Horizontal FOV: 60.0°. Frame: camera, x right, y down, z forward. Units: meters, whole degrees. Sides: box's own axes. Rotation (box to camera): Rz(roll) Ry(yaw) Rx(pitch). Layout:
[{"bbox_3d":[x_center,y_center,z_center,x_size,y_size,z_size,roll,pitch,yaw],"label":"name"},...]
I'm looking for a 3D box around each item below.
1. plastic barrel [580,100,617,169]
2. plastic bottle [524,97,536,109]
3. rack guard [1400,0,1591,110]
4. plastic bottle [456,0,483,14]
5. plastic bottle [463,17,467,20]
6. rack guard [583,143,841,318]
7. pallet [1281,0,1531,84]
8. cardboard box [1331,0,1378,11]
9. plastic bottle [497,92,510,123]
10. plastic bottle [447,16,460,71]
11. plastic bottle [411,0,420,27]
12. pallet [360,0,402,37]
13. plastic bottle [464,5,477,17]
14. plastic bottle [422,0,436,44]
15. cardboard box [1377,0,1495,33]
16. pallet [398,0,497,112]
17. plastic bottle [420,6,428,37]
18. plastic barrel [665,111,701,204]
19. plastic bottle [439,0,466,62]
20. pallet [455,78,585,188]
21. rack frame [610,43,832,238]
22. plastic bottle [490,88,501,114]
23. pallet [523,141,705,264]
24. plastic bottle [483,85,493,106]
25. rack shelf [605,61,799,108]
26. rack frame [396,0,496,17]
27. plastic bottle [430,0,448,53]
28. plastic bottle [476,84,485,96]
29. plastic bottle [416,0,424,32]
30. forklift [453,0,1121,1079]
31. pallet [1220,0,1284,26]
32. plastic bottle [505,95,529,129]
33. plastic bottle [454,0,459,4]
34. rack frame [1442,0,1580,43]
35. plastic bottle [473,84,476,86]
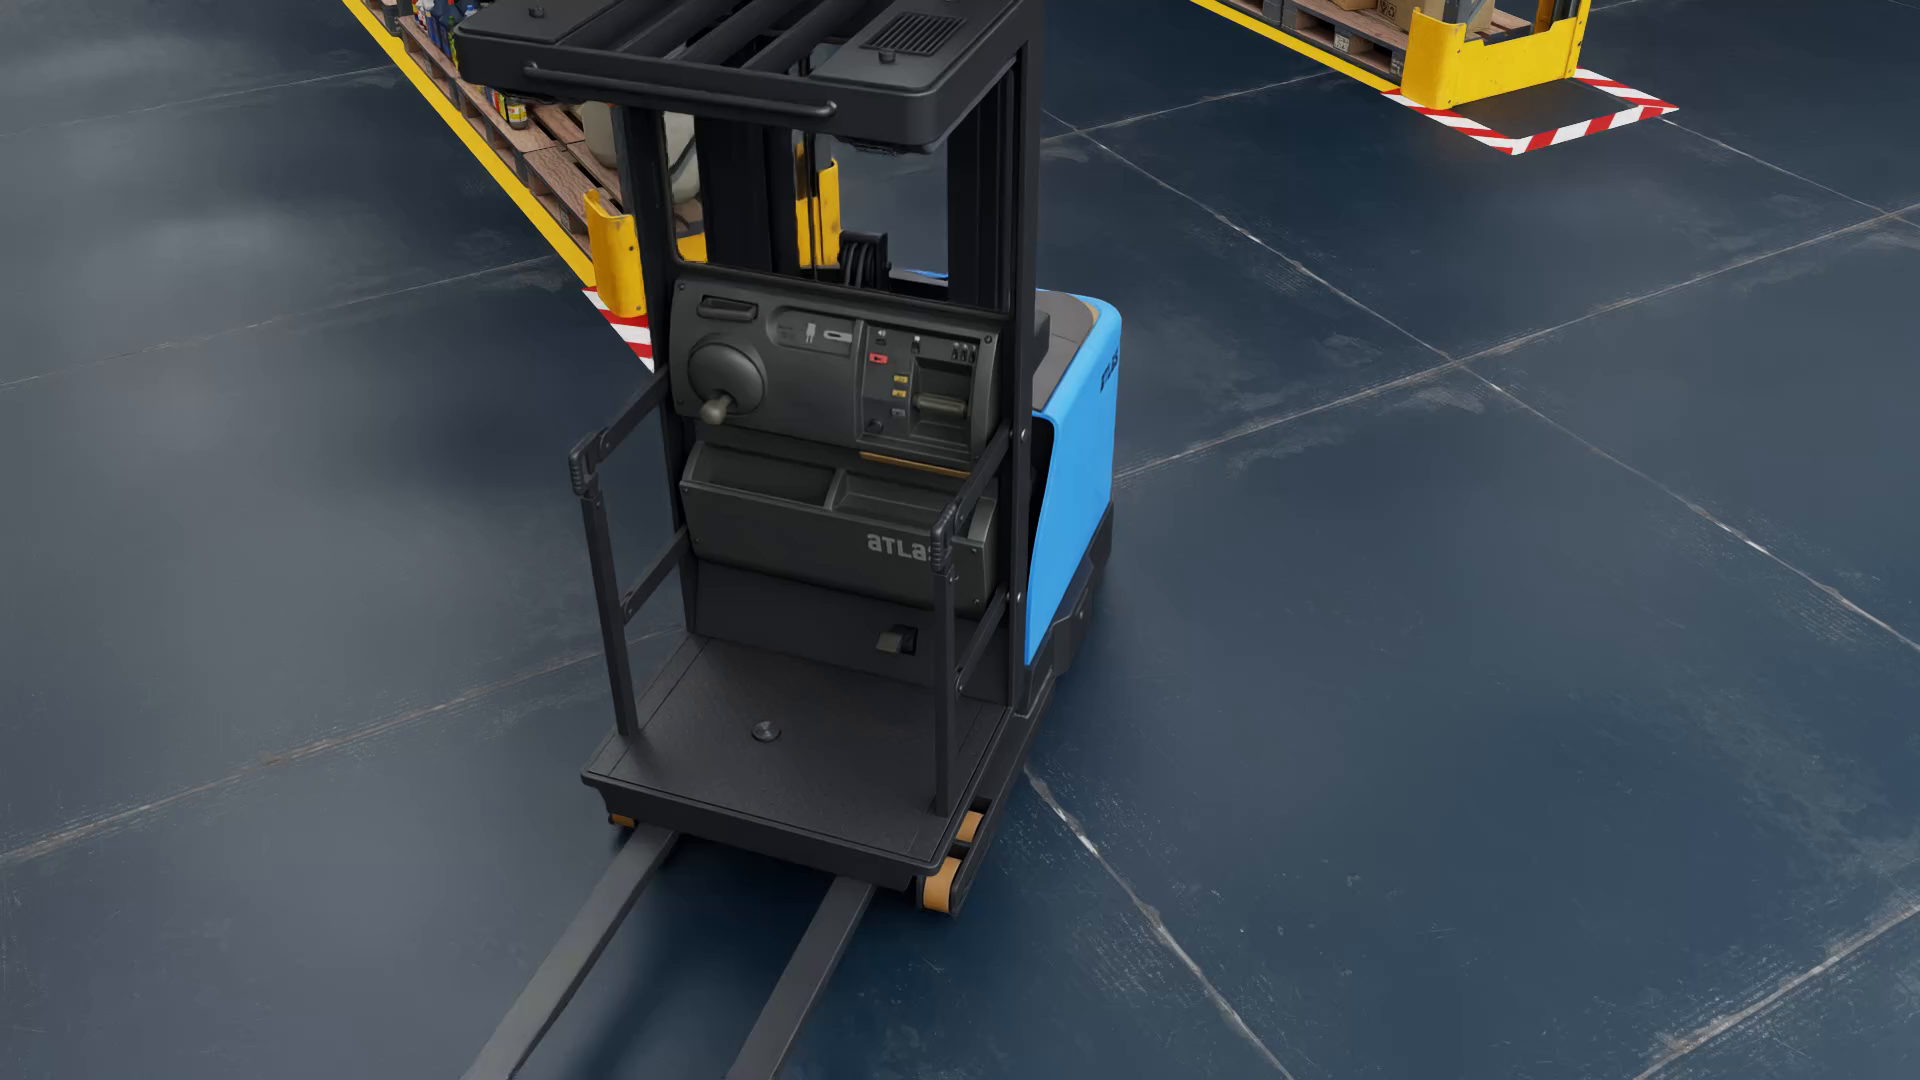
[{"bbox_3d":[-1.712,-2.187,8.454,0.421,0.512,0.421,0,36,0],"label":"plastic barrel"},{"bbox_3d":[-2.376,-2.509,9.072,0.061,0.283,0.133,-19,40,-24],"label":"plastic bottle"},{"bbox_3d":[3.181,-2.950,9.866,1.175,0.500,0.348,-19,40,-24],"label":"rack guard"},{"bbox_3d":[-2.902,-3.109,9.837,0.144,0.351,0.185,-19,40,-24],"label":"plastic bottle"},{"bbox_3d":[-2.825,-2.874,9.582,0.097,0.271,0.097,0,36,0],"label":"plastic bottle"},{"bbox_3d":[-1.142,-1.469,7.837,1.175,0.500,0.348,-19,40,-24],"label":"rack guard"},{"bbox_3d":[2.803,-3.258,10.532,1.003,0.211,1.213,-19,40,-24],"label":"pallet"},{"bbox_3d":[2.590,-3.699,10.535,0.500,0.500,0.500,-9,37,-12],"label":"cardboard box"},{"bbox_3d":[-2.440,-2.395,8.916,0.061,0.283,0.133,-18,40,-23],"label":"plastic bottle"},{"bbox_3d":[-2.885,-2.847,9.534,0.061,0.283,0.133,-17,39,-22],"label":"plastic bottle"},{"bbox_3d":[-3.292,-3.277,10.133,0.097,0.271,0.097,0,36,0],"label":"plastic bottle"},{"bbox_3d":[-3.501,-3.756,11.214,1.003,0.211,1.213,-19,40,-24],"label":"pallet"},{"bbox_3d":[-2.849,-2.996,9.750,0.097,0.271,0.097,0,36,0],"label":"plastic bottle"},{"bbox_3d":[-3.106,-3.122,9.917,0.152,0.276,0.135,-17,40,-22],"label":"plastic bottle"},{"bbox_3d":[2.920,-3.405,10.132,0.500,0.500,0.500,-12,38,-16],"label":"cardboard box"},{"bbox_3d":[-2.772,-3.012,10.195,1.003,0.211,1.213,-19,40,-24],"label":"pallet"},{"bbox_3d":[-3.190,-3.145,10.012,0.097,0.201,0.097,0,36,0],"label":"plastic bottle"},{"bbox_3d":[-1.460,-1.931,8.104,0.421,0.512,0.421,0,36,0],"label":"plastic barrel"},{"bbox_3d":[-2.932,-2.970,9.647,0.144,0.351,0.185,-21,41,-26],"label":"plastic bottle"},{"bbox_3d":[-2.155,-2.389,9.343,1.003,0.211,1.213,-19,40,-24],"label":"pallet"},{"bbox_3d":[-1.064,-2.453,7.066,1.000,3.000,0.127,-19,40,-24],"label":"rack frame"},{"bbox_3d":[-2.468,-2.474,9.031,0.152,0.276,0.135,-19,40,-24],"label":"plastic bottle"},{"bbox_3d":[-1.546,-1.768,8.492,1.003,0.211,1.213,-19,40,-24],"label":"pallet"},{"bbox_3d":[-2.538,-2.545,9.128,0.152,0.276,0.135,-20,41,-25],"label":"plastic bottle"},{"bbox_3d":[-2.068,-3.183,8.675,1.077,0.370,4.000,-19,40,-24],"label":"rack shelf"},{"bbox_3d":[-3.073,-4.493,9.859,1.000,3.000,0.127,-19,40,-24],"label":"rack frame"},{"bbox_3d":[-3.026,-3.067,9.778,0.144,0.351,0.185,-18,40,-23],"label":"plastic bottle"},{"bbox_3d":[-2.625,-2.659,9.220,0.144,0.351,0.185,-17,40,-22],"label":"plastic bottle"},{"bbox_3d":[-3.241,-3.197,10.083,0.097,0.201,0.097,0,36,0],"label":"plastic bottle"},{"bbox_3d":[-0.419,-0.387,4.295,1.130,2.935,3.031,12,38,16],"label":"forklift"},{"bbox_3d":[2.194,-3.880,11.383,1.003,0.211,1.213,-19,40,-24],"label":"pallet"},{"bbox_3d":[-2.365,-2.308,8.866,0.097,0.201,0.097,0,36,0],"label":"plastic bottle"},{"bbox_3d":[-3.014,-3.157,9.959,0.061,0.283,0.133,-19,40,-24],"label":"plastic bottle"},{"bbox_3d":[3.219,-3.921,9.075,1.000,3.000,0.127,-19,40,-24],"label":"rack frame"},{"bbox_3d":[-2.718,-2.754,9.350,0.144,0.351,0.185,-19,40,-24],"label":"plastic bottle"}]
